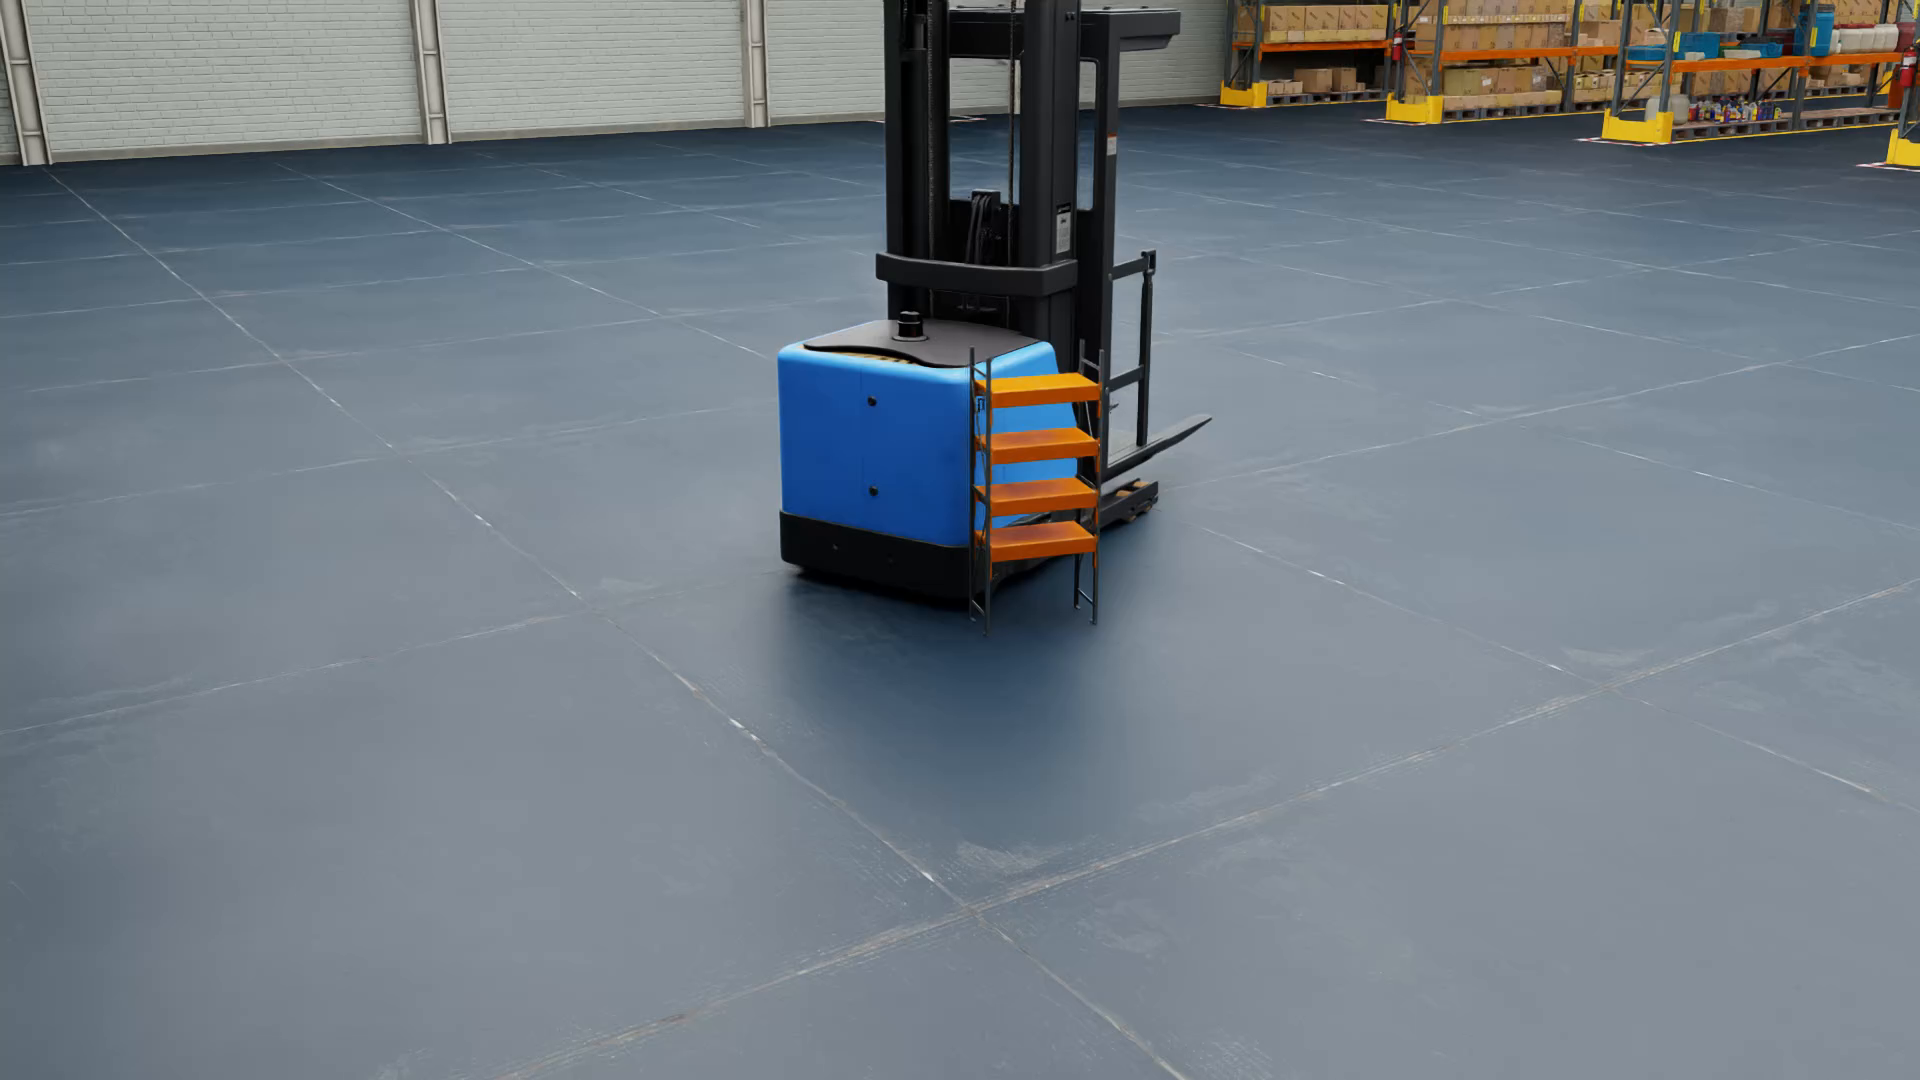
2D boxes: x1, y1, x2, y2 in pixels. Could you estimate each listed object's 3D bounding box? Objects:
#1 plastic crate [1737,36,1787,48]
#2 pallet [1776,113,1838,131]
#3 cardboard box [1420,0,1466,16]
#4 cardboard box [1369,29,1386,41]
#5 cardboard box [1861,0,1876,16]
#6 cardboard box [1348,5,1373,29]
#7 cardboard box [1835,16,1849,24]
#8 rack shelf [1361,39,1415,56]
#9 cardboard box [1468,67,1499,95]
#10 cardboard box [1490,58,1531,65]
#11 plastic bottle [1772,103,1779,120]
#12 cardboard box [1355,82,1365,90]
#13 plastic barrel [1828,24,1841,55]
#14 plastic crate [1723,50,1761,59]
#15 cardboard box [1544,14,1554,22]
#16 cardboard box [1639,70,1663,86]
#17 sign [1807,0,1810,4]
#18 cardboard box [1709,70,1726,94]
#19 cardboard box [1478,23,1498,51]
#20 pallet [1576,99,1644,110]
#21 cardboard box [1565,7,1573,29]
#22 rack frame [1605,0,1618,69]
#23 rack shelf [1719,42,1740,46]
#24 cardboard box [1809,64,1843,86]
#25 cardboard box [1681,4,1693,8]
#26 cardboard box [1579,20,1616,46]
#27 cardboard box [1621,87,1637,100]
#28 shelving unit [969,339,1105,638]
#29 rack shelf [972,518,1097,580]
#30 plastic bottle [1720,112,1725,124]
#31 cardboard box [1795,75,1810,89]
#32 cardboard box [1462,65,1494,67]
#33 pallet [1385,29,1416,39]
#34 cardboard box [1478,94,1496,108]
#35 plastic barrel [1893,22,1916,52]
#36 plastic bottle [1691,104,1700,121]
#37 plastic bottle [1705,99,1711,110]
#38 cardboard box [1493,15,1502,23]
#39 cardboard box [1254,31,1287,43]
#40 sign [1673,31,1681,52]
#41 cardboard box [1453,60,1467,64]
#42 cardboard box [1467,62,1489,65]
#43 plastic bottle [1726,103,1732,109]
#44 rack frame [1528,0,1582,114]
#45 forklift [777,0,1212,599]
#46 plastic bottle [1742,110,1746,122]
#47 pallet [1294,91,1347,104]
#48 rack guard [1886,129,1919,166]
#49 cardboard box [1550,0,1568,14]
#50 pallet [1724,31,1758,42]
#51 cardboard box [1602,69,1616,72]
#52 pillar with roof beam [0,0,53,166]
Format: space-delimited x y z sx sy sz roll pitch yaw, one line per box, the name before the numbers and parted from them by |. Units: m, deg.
plastic crate | 14.406 -8.887 29.945 0.504 0.338 0.767 -12 22 -31
pallet | 15.548 -7.802 30.993 1.213 0.211 1.003 -12 22 -31
cardboard box | 9.293 -10.346 31.981 0.500 0.500 0.700 -12 22 -31
cardboard box | 9.236 -11.398 37.480 0.500 0.250 0.500 -12 22 -31
cardboard box | 21.142 -12.601 39.117 0.500 0.500 0.500 -11 22 -30
cardboard box | 8.826 -11.663 37.090 0.500 0.500 0.500 -12 22 -32
cardboard box | 20.294 -11.952 38.758 0.500 0.500 0.500 -12 22 -32
rack shelf | 11.135 -11.636 39.103 4.000 0.370 1.077 -12 22 -31
cardboard box | 10.249 -9.062 32.833 0.500 0.500 0.500 -12 22 -31
cardboard box | 13.492 -11.604 40.586 0.750 0.750 0.750 -12 22 -32
plastic bottle | 14.693 -7.723 29.960 0.133 0.283 0.061 -11 21 -29
cardboard box | 9.034 -10.388 38.026 0.250 0.166 0.380 -16 24 -38
plastic barrel | 15.833 -9.149 30.410 0.433 0.535 0.433 0 19 0
plastic crate | 13.697 -8.496 29.103 0.437 0.136 0.530 -12 22 -31
cardboard box | 11.658 -10.460 33.331 0.250 0.149 0.380 -13 22 -33
cardboard box | 14.800 -9.915 35.652 0.500 0.311 0.500 -12 22 -32
sign | 19.182 -12.110 37.573 0.005 0.325 0.100 -12 22 -31
cardboard box | 16.504 -10.126 36.730 0.500 0.500 0.500 -13 23 -33
cardboard box | 10.102 -9.901 32.693 0.500 0.500 0.700 -12 22 -31
pallet | 13.806 -9.335 35.529 1.213 0.211 1.003 -12 22 -31
cardboard box | 14.640 -12.814 40.814 0.500 0.500 0.500 -11 22 -30
rack frame | 16.146 -13.033 42.113 0.127 3.000 1.000 -12 22 -31
rack shelf | 17.203 -11.016 37.269 4.000 0.370 1.077 -12 22 -31
cardboard box | 20.440 -11.067 39.508 0.637 0.503 0.797 -12 22 -31
cardboard box | 18.465 -13.657 43.488 0.700 0.700 0.980 -12 22 -32
cardboard box | 13.283 -10.571 34.674 0.500 0.500 0.500 -10 21 -28
cardboard box | 13.949 -9.472 35.217 0.500 0.250 0.500 -11 22 -30
shelving unit | 0.315 -0.217 7.012 0.503 1.200 0.258 -6 19 -17
rack shelf | 0.315 0.035 7.097 0.480 0.148 0.258 -6 19 -17
plastic bottle | 13.345 -7.407 29.153 0.097 0.201 0.097 0 19 0
cardboard box | 19.343 -10.660 38.604 0.500 0.311 0.500 -12 22 -31
cardboard box | 10.381 -9.289 33.504 0.500 0.500 0.500 -12 22 -31
pallet | 10.183 -11.629 38.259 1.213 0.211 1.003 -12 22 -31
cardboard box | 10.255 -8.704 32.944 0.500 0.250 0.500 -12 22 -31
plastic barrel | 18.033 -9.581 31.688 0.708 0.536 0.600 -12 22 -31
plastic bottle | 13.150 -7.641 29.717 0.133 0.283 0.061 -12 22 -31
plastic bottle | 13.498 -7.789 30.049 0.185 0.351 0.144 -12 22 -32
cardboard box | 10.372 -10.189 32.531 0.250 0.149 0.380 -12 22 -32
cardboard box | 6.706 -10.859 35.885 0.500 0.250 0.500 -13 22 -33
sign | 11.872 -8.253 27.541 0.005 0.325 0.100 -12 22 -31
cardboard box | 11.722 -11.484 39.575 0.500 0.250 0.500 -11 22 -30
cardboard box | 12.233 -11.212 39.943 0.500 0.500 0.700 -12 22 -31
plastic bottle | 13.956 -7.801 30.210 0.097 0.271 0.097 0 19 0
rack frame | 12.192 -10.300 34.028 0.127 3.000 1.000 -12 22 -31
forklift | 0.378 -1.549 8.251 1.130 2.935 3.031 11 22 31
plastic bottle | 13.883 -7.520 29.488 0.097 0.201 0.097 0 19 0
pallet | 7.903 -9.959 37.375 1.213 0.211 1.003 -12 22 -31
rack guard | 14.360 -5.774 24.544 0.348 0.500 1.175 -12 22 -31
cardboard box | 11.825 -10.882 33.568 0.500 0.500 0.700 -12 22 -31
pallet | 17.155 -11.257 37.160 1.213 0.211 1.003 -12 22 -31
cardboard box | 14.073 -9.969 35.811 0.500 0.311 0.500 -13 22 -33
pillar with roof beam | -11.444 -8.738 20.039 0.400 9.000 9.100 -12 22 -31
